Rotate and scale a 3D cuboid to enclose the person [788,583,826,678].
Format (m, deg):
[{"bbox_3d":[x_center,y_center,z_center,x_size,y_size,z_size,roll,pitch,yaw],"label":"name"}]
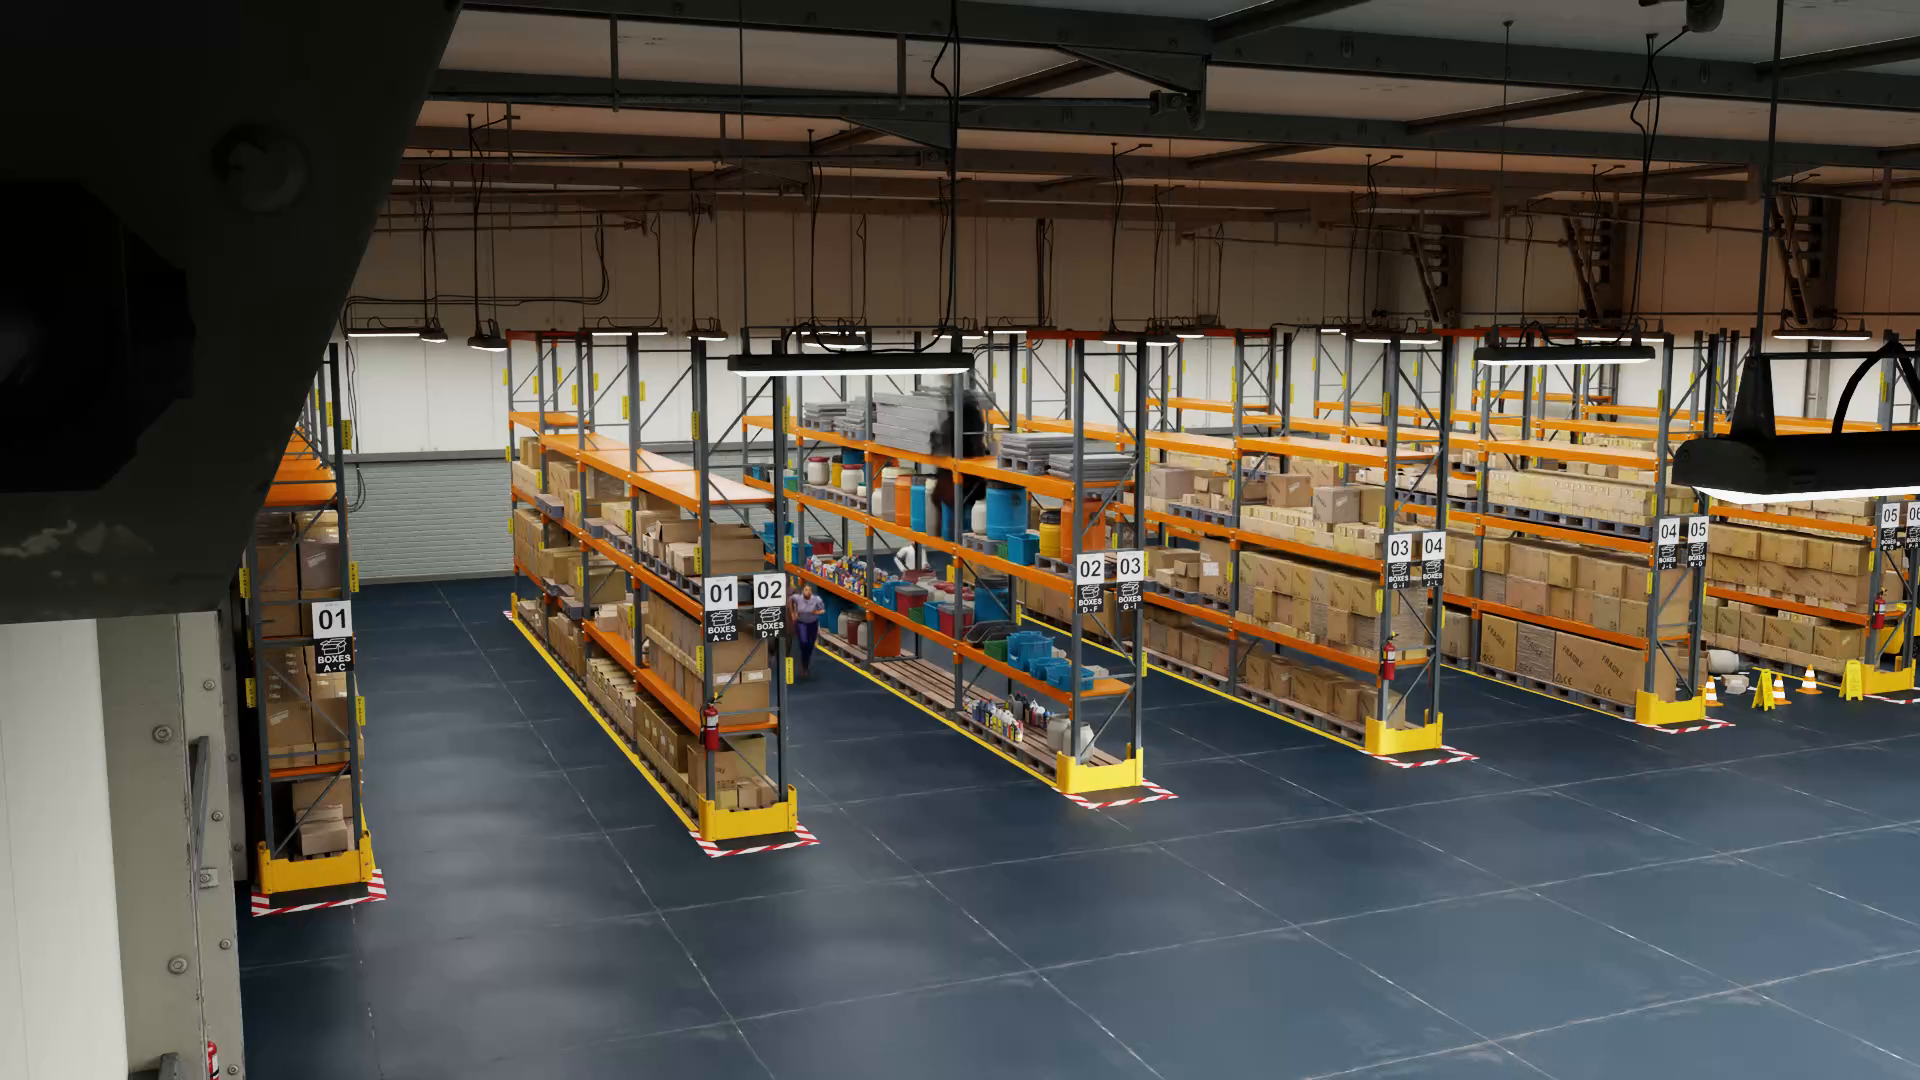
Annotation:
[{"bbox_3d":[-2.645,1.503,28.637,0.600,1.609,0.921,-2,8,-16],"label":"person"}]

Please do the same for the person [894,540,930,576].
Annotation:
[{"bbox_3d":[-0.939,0.764,34.453,0.679,1.747,0.753,-6,10,-37],"label":"person"}]

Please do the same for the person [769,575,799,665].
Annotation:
[{"bbox_3d":[-3.131,1.467,29.524,0.705,1.750,0.686,-3,8,-18],"label":"person"}]

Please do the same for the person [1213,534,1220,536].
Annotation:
[{"bbox_3d":[5.454,0.634,35.425,0.683,1.807,0.985,-4,9,-26],"label":"person"}]
